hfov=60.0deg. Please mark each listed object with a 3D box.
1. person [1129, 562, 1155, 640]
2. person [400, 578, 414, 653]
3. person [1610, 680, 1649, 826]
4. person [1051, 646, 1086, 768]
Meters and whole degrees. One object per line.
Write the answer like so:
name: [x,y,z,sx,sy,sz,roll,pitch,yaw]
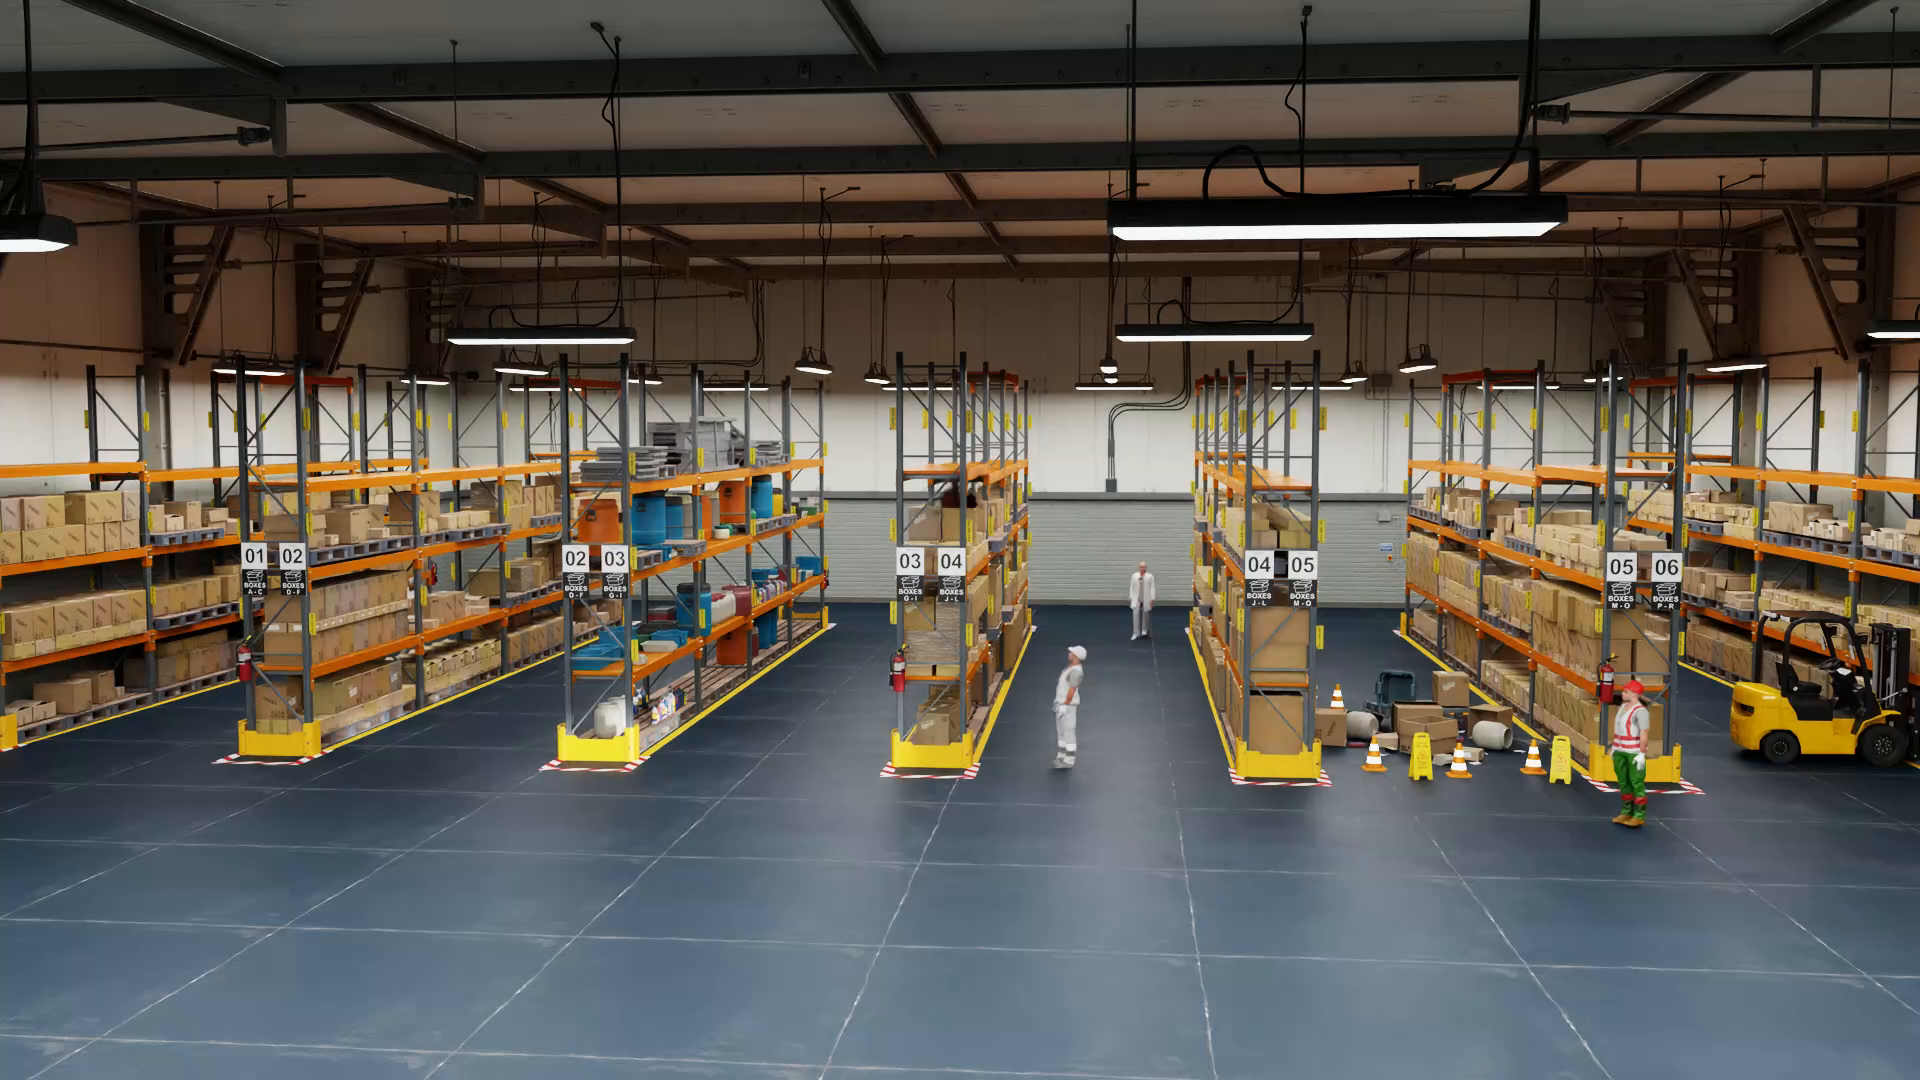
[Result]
person: [4.216,1.398,38.556,0.626,1.773,0.995,1,4,12]
person: [-11.906,1.623,36.097,0.540,1.613,1.005,0,4,-2]
person: [8.300,2.632,20.635,0.363,1.794,0.602,-2,5,-29]
person: [1.553,2.409,24.136,0.491,1.765,0.577,-2,4,-21]
